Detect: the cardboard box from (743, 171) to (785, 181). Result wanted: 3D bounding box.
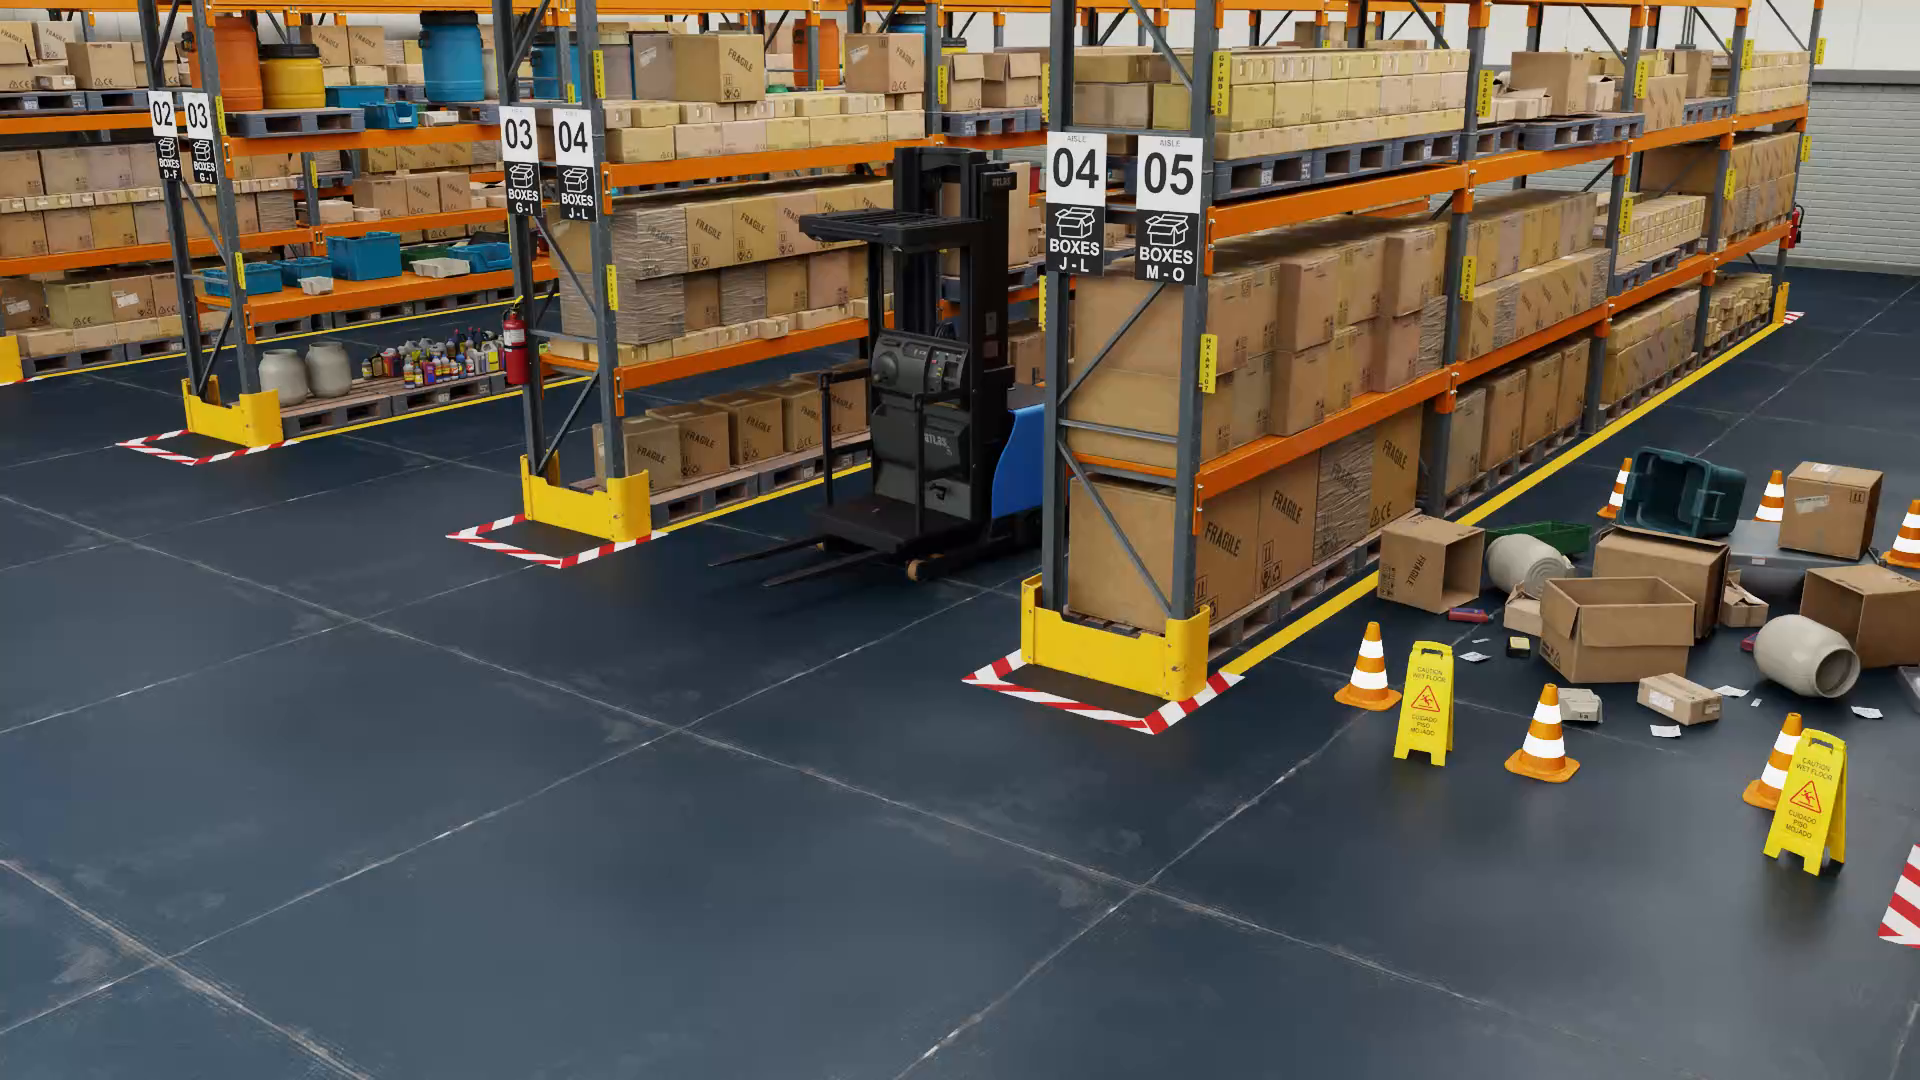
[{"bbox_3d":[-3.266,-6.262,27.682,0.500,0.500,0.500,13,22,36],"label":"cardboard box"}]

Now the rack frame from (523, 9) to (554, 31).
[{"bbox_3d":[-6.172,-8.053,23.503,1.000,3.000,0.127,12,21,35],"label":"rack frame"}]

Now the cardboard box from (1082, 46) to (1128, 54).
[{"bbox_3d":[1.402,-4.874,17.311,0.500,0.500,0.500,12,21,35],"label":"cardboard box"}]

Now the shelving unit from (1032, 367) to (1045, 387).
[{"bbox_3d":[0.829,-0.813,13.338,0.503,1.200,0.258,-16,24,-42],"label":"shelving unit"}]

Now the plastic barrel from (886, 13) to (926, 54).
[{"bbox_3d":[-0.706,-6.704,22.661,0.600,0.901,0.708,12,21,35],"label":"plastic barrel"}]

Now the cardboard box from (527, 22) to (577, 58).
[{"bbox_3d":[-5.907,-7.249,24.116,0.500,0.500,0.500,12,21,35],"label":"cardboard box"}]

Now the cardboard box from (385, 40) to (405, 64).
[{"bbox_3d":[-9.636,-8.014,27.524,0.700,0.500,0.500,11,20,32],"label":"cardboard box"}]

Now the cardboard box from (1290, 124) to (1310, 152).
[{"bbox_3d":[1.852,-2.397,9.895,0.380,0.149,0.250,13,21,35],"label":"cardboard box"}]

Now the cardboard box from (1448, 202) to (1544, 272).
[{"bbox_3d":[4.521,-2.591,14.176,0.700,0.500,0.500,12,21,34],"label":"cardboard box"}]

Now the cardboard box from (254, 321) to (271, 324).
[{"bbox_3d":[-8.962,-2.856,20.812,0.500,0.250,0.500,12,21,35],"label":"cardboard box"}]

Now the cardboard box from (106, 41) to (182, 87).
[{"bbox_3d":[-9.637,-5.615,19.590,0.797,0.503,0.637,15,23,41],"label":"cardboard box"}]

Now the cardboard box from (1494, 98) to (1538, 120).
[{"bbox_3d":[4.366,-3.432,13.227,0.380,0.149,0.250,12,21,35],"label":"cardboard box"}]

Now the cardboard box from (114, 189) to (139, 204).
[{"bbox_3d":[-9.766,-4.003,19.313,0.380,0.149,0.250,12,21,34],"label":"cardboard box"}]

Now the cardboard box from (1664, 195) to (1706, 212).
[{"bbox_3d":[8.006,-3.723,18.389,0.380,0.149,0.250,14,22,37],"label":"cardboard box"}]

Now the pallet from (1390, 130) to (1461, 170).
[{"bbox_3d":[2.826,-2.781,11.732,1.003,0.211,1.213,12,21,35],"label":"pallet"}]

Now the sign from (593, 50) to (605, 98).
[{"bbox_3d":[-2.549,-3.285,11.734,0.100,0.325,0.005,12,21,35],"label":"sign"}]

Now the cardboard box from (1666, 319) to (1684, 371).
[{"bbox_3d":[7.544,-2.153,18.125,0.500,0.500,0.500,12,21,33],"label":"cardboard box"}]

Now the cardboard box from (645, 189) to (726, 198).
[{"bbox_3d":[-2.262,-2.612,13.741,0.500,0.500,0.500,12,21,35],"label":"cardboard box"}]

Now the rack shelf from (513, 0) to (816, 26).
[{"bbox_3d":[-3.387,-6.166,19.313,1.077,0.370,4.000,12,21,35],"label":"rack shelf"}]

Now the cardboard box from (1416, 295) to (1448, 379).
[{"bbox_3d":[3.112,-1.565,12.473,0.875,0.550,0.550,12,21,35],"label":"cardboard box"}]

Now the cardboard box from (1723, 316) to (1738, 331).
[{"bbox_3d":[9.304,-2.674,20.396,0.380,0.149,0.250,12,21,33],"label":"cardboard box"}]

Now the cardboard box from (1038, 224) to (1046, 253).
[{"bbox_3d":[1.005,-3.128,17.278,0.396,0.266,0.258,12,21,33],"label":"cardboard box"}]

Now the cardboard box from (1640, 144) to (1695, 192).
[{"bbox_3d":[8.151,-4.316,19.228,0.500,0.500,0.500,12,21,33],"label":"cardboard box"}]

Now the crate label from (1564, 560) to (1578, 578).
[{"bbox_3d":[4.210,0.226,11.785,0.298,0.136,0.250,-1,17,-3],"label":"crate label"}]

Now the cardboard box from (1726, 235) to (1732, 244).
[{"bbox_3d":[8.898,-3.590,19.669,0.380,0.149,0.250,11,21,32],"label":"cardboard box"}]

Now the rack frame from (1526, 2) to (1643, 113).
[{"bbox_3d":[5.705,-5.401,14.963,1.000,3.000,0.127,12,21,35],"label":"rack frame"}]

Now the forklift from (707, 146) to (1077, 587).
[{"bbox_3d":[-0.441,-1.269,11.889,3.031,2.935,1.130,-16,24,-42],"label":"forklift"}]

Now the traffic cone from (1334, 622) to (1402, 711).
[{"bbox_3d":[2.395,0.705,9.693,0.336,0.463,0.334,12,21,35],"label":"traffic cone"}]

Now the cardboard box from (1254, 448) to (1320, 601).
[{"bbox_3d":[1.812,-0.200,11.204,0.875,0.875,0.875,12,21,34],"label":"cardboard box"}]

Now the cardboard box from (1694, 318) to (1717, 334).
[{"bbox_3d":[8.562,-2.500,19.333,0.380,0.149,0.250,14,22,37],"label":"cardboard box"}]

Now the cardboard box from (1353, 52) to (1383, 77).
[{"bbox_3d":[2.455,-3.020,10.555,0.380,0.149,0.250,13,21,35],"label":"cardboard box"}]

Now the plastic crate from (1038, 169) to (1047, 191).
[{"bbox_3d":[1.245,-5.568,25.714,0.437,0.282,0.530,12,21,35],"label":"plastic crate"}]

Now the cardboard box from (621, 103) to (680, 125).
[{"bbox_3d":[-2.351,-3.234,12.622,0.380,0.149,0.250,12,21,34],"label":"cardboard box"}]

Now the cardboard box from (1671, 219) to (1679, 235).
[{"bbox_3d":[7.388,-3.333,17.632,0.380,0.149,0.250,11,20,32],"label":"cardboard box"}]

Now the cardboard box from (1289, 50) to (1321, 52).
[{"bbox_3d":[2.226,-3.255,11.313,0.380,0.149,0.250,13,21,35],"label":"cardboard box"}]

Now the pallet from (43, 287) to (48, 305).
[{"bbox_3d":[-12.907,-3.612,24.019,1.003,0.211,1.213,12,21,35],"label":"pallet"}]

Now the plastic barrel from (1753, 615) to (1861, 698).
[{"bbox_3d":[4.989,0.691,9.806,0.421,0.421,0.512,-4,18,-13],"label":"plastic barrel"}]

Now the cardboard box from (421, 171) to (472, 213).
[{"bbox_3d":[-7.158,-4.833,23.082,0.500,0.500,0.500,11,20,32],"label":"cardboard box"}]

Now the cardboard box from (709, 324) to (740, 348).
[{"bbox_3d":[-2.011,-1.672,13.492,0.380,0.149,0.250,12,21,35],"label":"cardboard box"}]

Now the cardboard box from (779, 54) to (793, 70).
[{"bbox_3d":[-3.003,-7.932,27.580,0.500,0.250,0.500,12,21,35],"label":"cardboard box"}]

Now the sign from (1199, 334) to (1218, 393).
[{"bbox_3d":[1.381,-0.982,9.256,0.100,0.325,0.005,12,21,35],"label":"sign"}]

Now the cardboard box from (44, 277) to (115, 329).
[{"bbox_3d":[-10.144,-2.736,19.160,0.500,0.500,0.500,12,21,35],"label":"cardboard box"}]

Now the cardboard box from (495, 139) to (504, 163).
[{"bbox_3d":[-8.137,-6.937,29.320,0.500,0.500,0.500,13,21,35],"label":"cardboard box"}]

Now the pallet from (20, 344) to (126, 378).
[{"bbox_3d":[-10.516,-2.141,19.281,1.003,0.211,1.213,12,21,35],"label":"pallet"}]

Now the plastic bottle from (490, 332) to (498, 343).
[{"bbox_3d":[-5.206,-2.173,18.522,0.061,0.283,0.133,12,21,35],"label":"plastic bottle"}]

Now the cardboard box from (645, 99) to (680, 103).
[{"bbox_3d":[-2.368,-3.431,13.256,0.380,0.149,0.250,13,21,35],"label":"cardboard box"}]

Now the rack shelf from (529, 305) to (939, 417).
[{"bbox_3d":[-1.793,-1.664,14.258,1.077,0.370,4.000,12,21,35],"label":"rack shelf"}]

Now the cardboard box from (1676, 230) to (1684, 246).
[{"bbox_3d":[7.557,-3.259,17.897,0.380,0.149,0.250,11,20,32],"label":"cardboard box"}]

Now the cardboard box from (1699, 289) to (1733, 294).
[{"bbox_3d":[9.233,-2.973,20.357,0.380,0.149,0.250,11,21,32],"label":"cardboard box"}]

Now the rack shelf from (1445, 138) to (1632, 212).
[{"bbox_3d":[4.514,-3.149,13.981,1.077,0.370,4.000,12,21,35],"label":"rack shelf"}]

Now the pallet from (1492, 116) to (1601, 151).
[{"bbox_3d":[4.700,-3.449,14.053,1.003,0.211,1.213,14,22,37],"label":"pallet"}]

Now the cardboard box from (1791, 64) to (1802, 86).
[{"bbox_3d":[10.098,-5.765,20.601,0.500,0.250,0.500,12,21,33],"label":"cardboard box"}]

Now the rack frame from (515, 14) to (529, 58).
[{"bbox_3d":[-7.769,-9.880,29.387,1.000,3.000,0.127,12,21,35],"label":"rack frame"}]

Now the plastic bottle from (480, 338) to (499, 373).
[{"bbox_3d":[-5.038,-1.977,17.778,0.144,0.351,0.185,12,21,34],"label":"plastic bottle"}]

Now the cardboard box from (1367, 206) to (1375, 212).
[{"bbox_3d":[5.536,-4.653,23.092,0.380,0.149,0.250,12,21,33],"label":"cardboard box"}]
